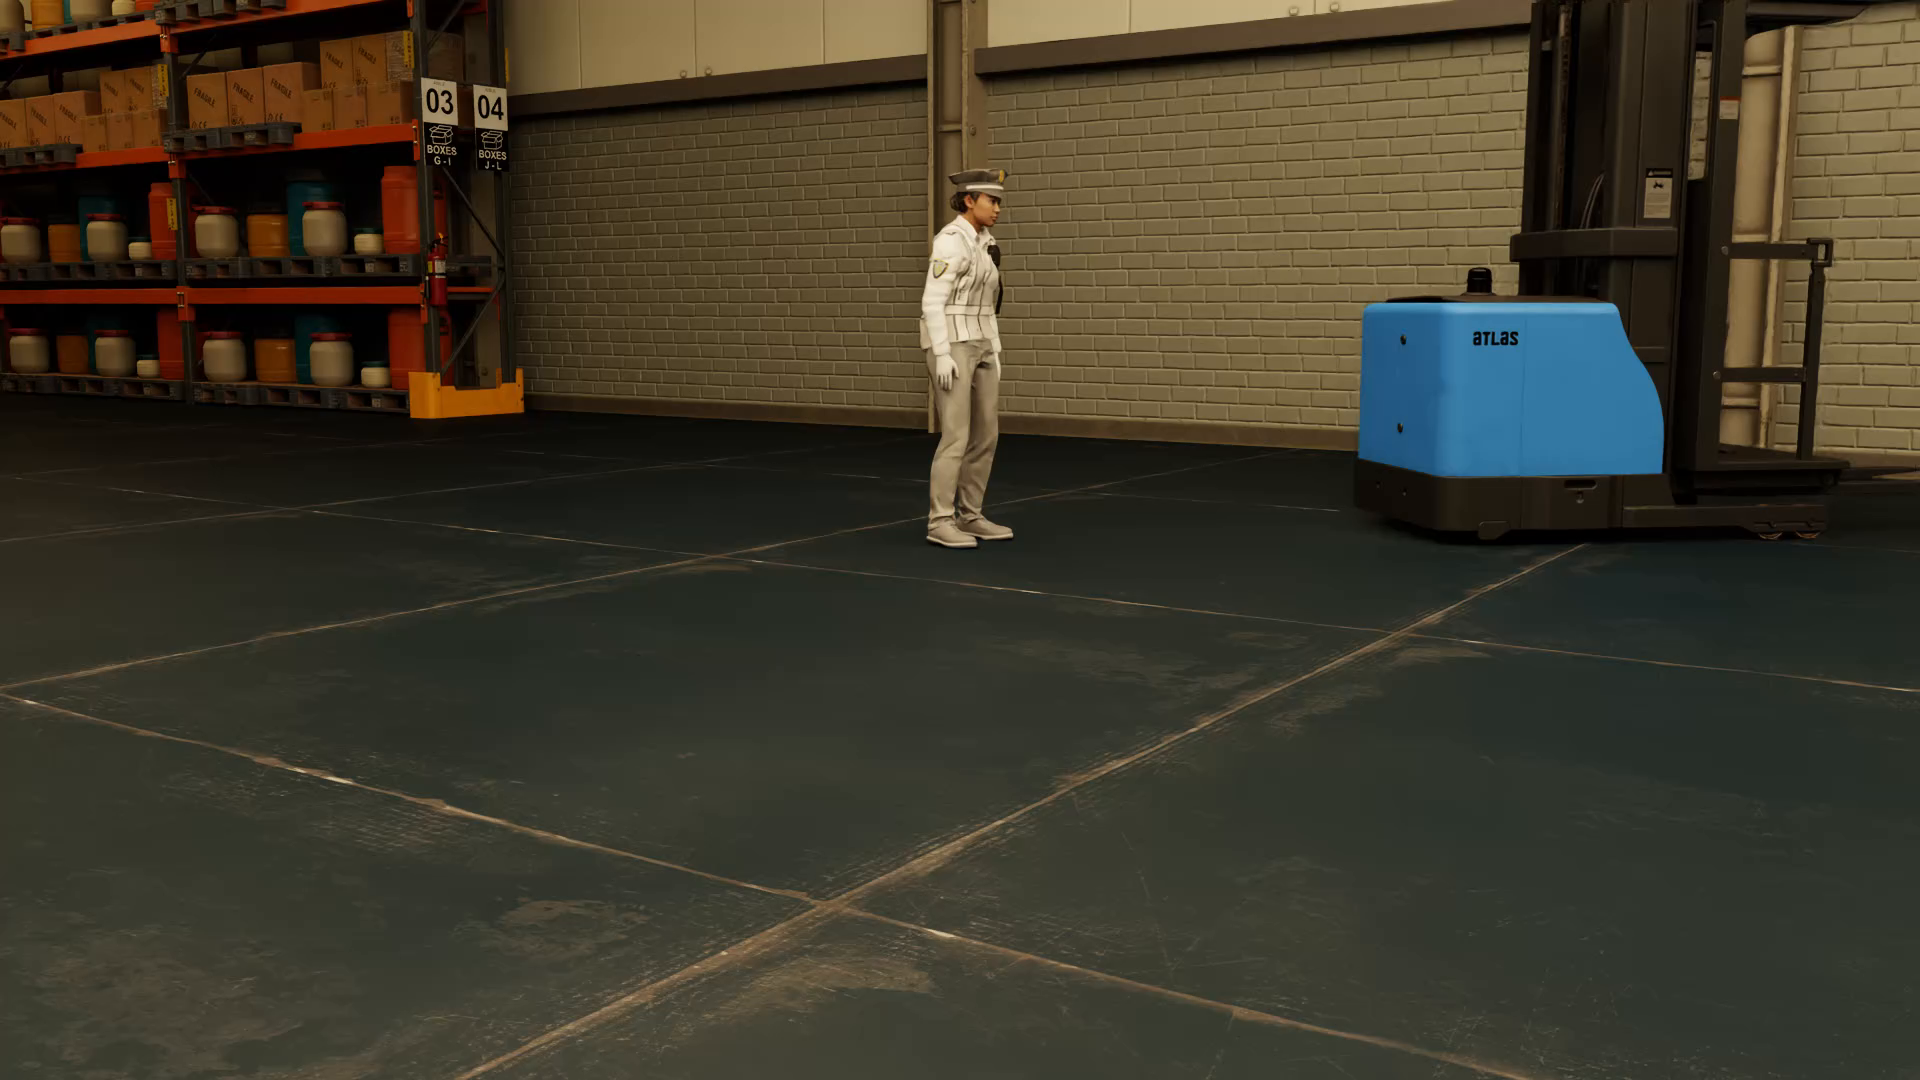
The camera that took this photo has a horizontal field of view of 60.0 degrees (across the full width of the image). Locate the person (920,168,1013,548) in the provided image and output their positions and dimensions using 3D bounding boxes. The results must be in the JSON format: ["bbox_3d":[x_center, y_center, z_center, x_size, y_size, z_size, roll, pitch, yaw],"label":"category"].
[{"bbox_3d":[0.030,-0.821,7.479,0.372,1.663,0.529,5,10,32],"label":"person"}]

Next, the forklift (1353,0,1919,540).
[{"bbox_3d":[3.525,-1.523,7.902,3.031,2.935,1.130,-1,8,-9],"label":"forklift"}]
